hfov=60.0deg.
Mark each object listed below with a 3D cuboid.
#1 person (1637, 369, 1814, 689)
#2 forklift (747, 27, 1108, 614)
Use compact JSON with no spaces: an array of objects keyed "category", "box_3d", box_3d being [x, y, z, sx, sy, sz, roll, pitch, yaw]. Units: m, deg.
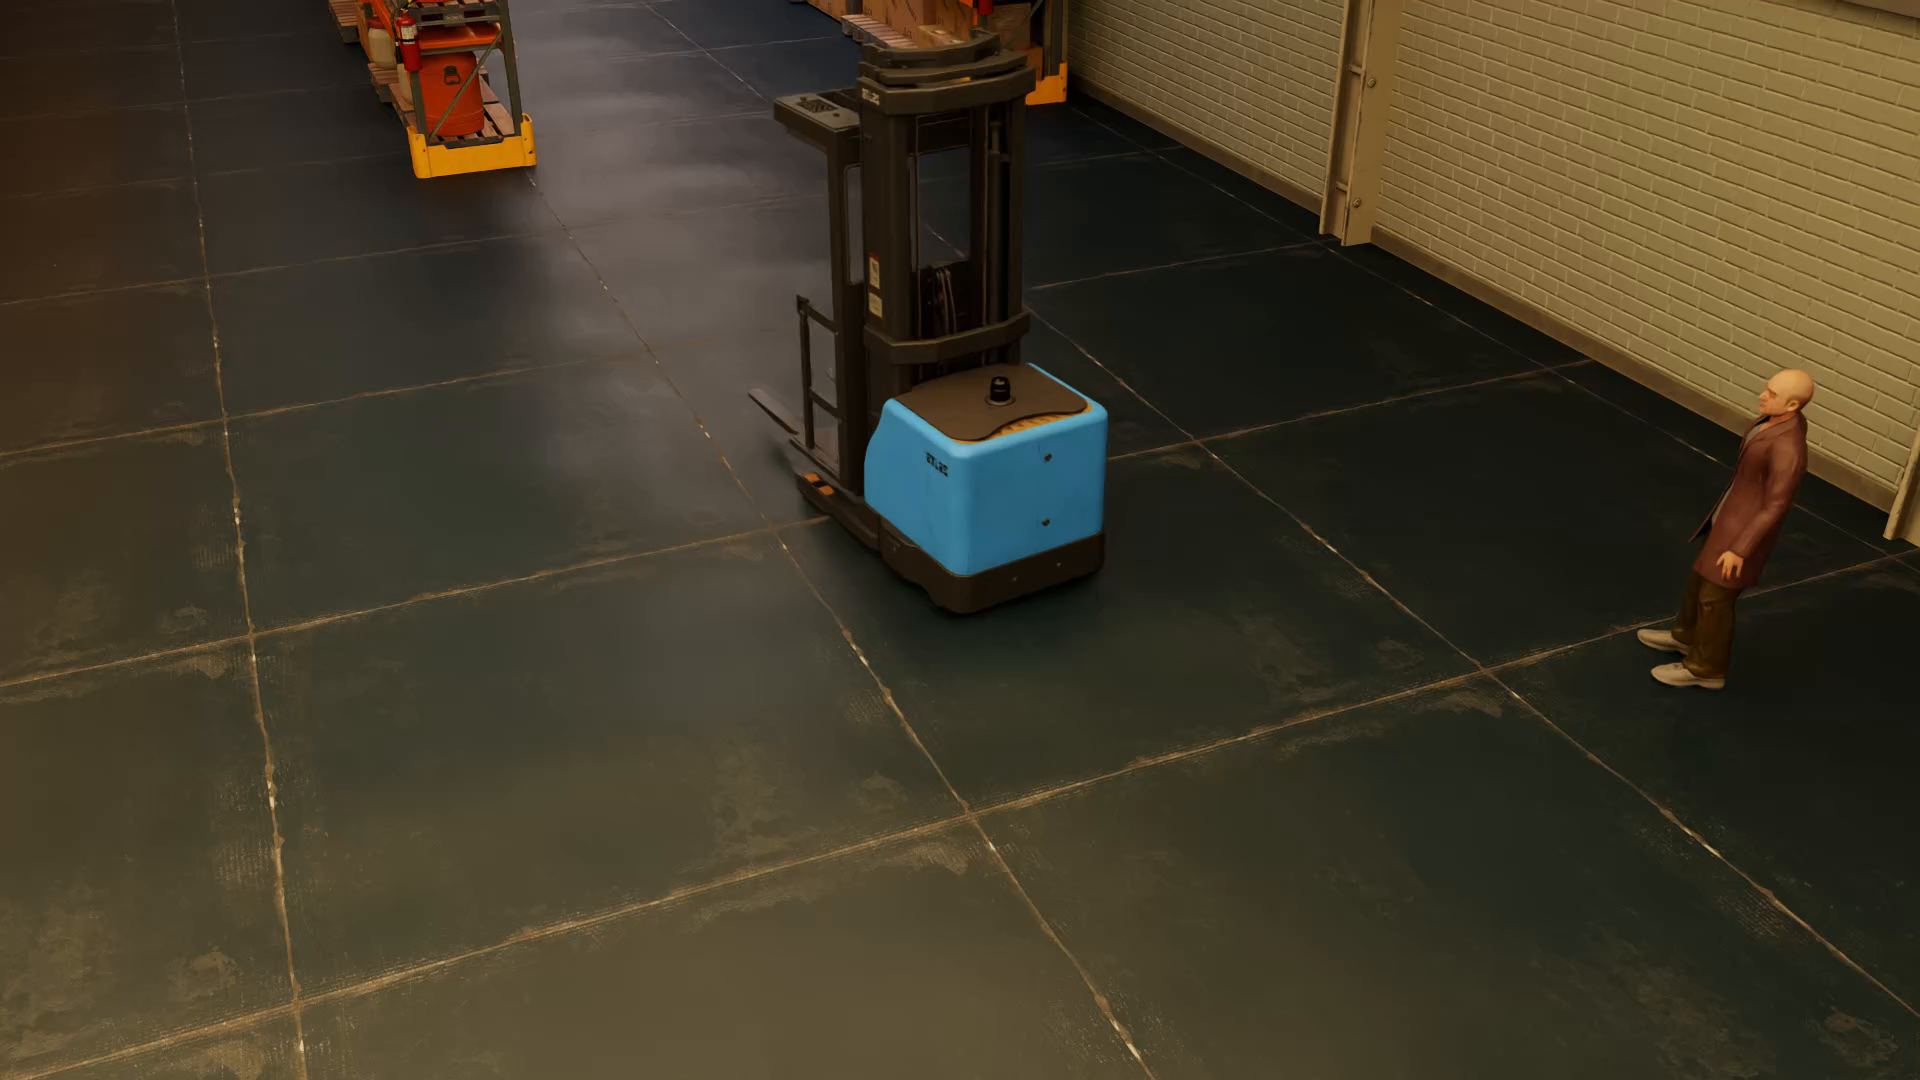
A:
[{"category":"person","box_3d":[3.864,-0.061,8.387,0.520,1.780,0.721,10,31,16]},{"category":"forklift","box_3d":[-0.373,-1.556,9.841,1.130,2.935,3.031,-17,34,-27]}]
